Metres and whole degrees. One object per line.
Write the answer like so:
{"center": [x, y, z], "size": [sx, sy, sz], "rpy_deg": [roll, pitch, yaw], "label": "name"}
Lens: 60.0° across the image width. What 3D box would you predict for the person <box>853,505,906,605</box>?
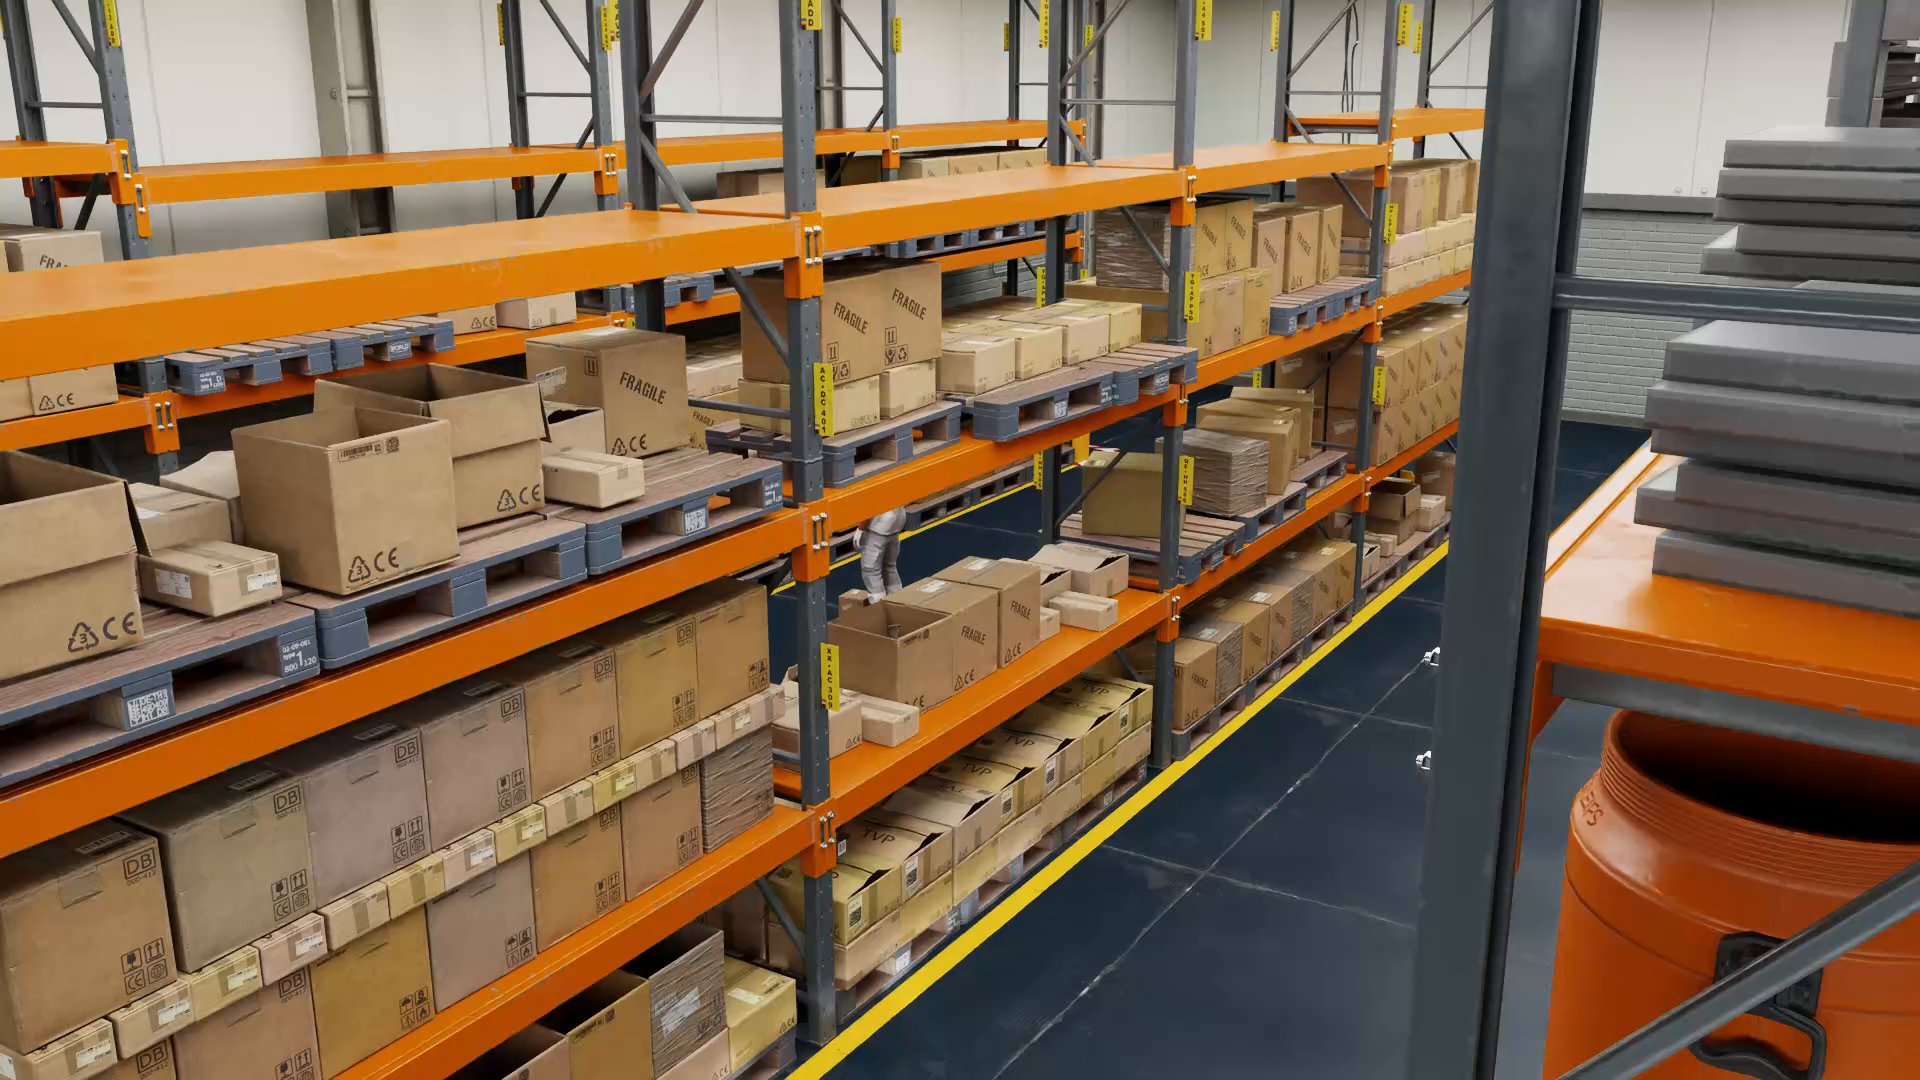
{"center": [-0.704, -0.103, 14.361], "size": [0.448, 1.780, 0.609], "rpy_deg": [10, 19, 31], "label": "person"}
